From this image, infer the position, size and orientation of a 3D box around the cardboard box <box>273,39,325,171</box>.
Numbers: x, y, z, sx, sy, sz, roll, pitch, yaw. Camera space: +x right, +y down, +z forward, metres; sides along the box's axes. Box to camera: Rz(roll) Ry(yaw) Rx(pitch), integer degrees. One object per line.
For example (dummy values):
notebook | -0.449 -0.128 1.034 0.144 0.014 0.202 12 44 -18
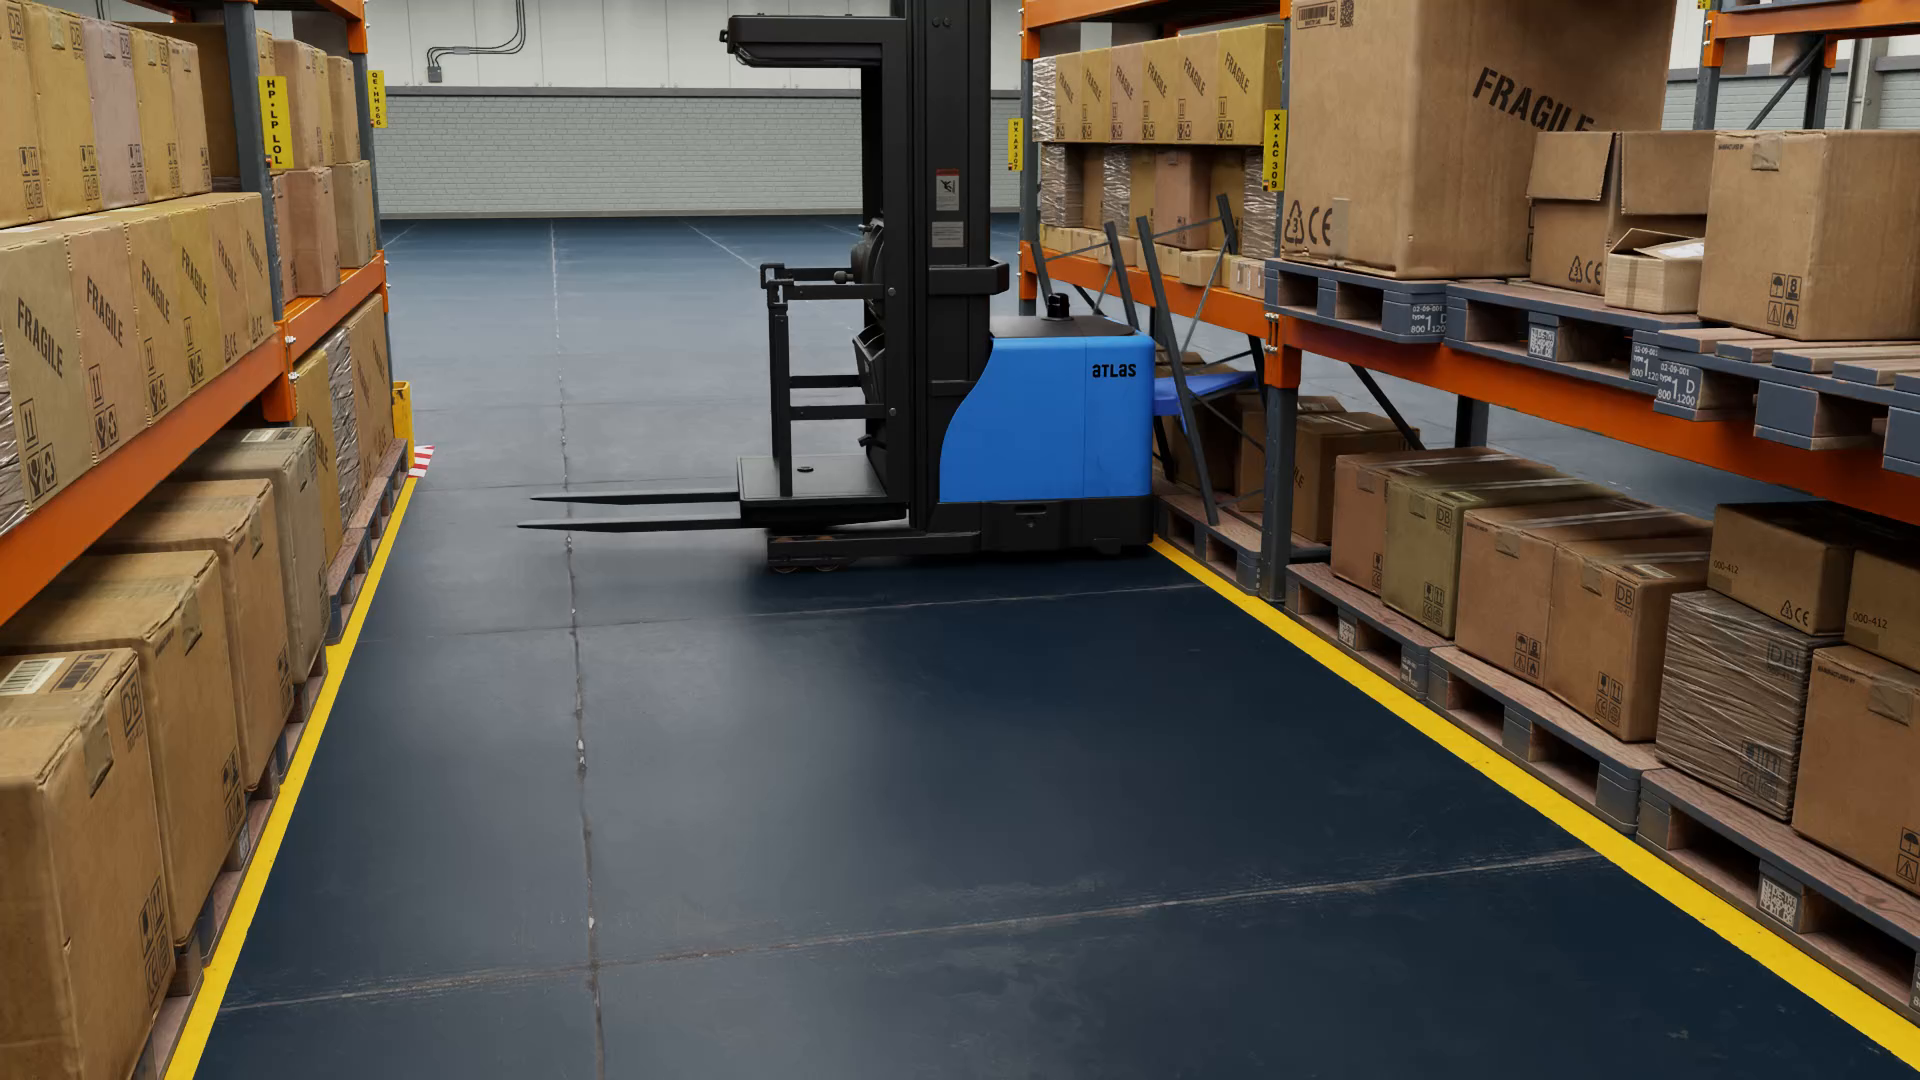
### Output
cardboard box | -3.308 -1.901 7.295 0.875 0.550 0.550 -3 14 -13

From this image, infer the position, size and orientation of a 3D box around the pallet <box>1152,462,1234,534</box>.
pallet | 1.344 -0.297 9.199 1.003 0.211 1.213 -3 14 -13

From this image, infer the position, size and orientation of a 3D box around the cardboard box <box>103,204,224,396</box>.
cardboard box | -2.399 -0.674 4.653 0.500 0.500 0.500 -3 14 -13

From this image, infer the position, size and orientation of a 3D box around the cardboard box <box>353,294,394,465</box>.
cardboard box | -3.735 -0.906 9.405 0.875 0.875 0.875 -3 14 -13

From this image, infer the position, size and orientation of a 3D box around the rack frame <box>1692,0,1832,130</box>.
rack frame | 5.701 -2.416 11.994 1.000 3.000 0.127 -3 14 -13

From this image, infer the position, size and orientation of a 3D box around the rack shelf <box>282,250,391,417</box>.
rack shelf | -3.489 -1.076 8.025 1.077 0.370 4.000 -3 14 -13

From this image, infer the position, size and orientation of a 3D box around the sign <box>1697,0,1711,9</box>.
sign | 5.165 -3.847 11.516 0.100 0.325 0.005 -3 14 -13

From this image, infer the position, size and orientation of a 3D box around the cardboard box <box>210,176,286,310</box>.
cardboard box | -3.118 -1.121 6.379 0.875 0.550 0.550 -3 14 -13

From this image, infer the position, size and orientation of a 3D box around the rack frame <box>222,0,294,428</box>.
rack frame | -3.019 -0.964 6.051 1.000 3.000 0.127 -3 14 -13

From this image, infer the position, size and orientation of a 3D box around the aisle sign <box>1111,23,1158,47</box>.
aisle sign | 1.163 -3.433 10.683 0.394 0.787 0.004 -3 14 -13

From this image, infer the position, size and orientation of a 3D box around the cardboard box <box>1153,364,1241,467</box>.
cardboard box | 1.319 -0.703 9.366 0.500 0.500 0.500 -2 14 -8

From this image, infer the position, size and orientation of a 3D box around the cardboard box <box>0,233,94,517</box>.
cardboard box | -2.045 -0.325 3.227 0.500 0.500 0.500 -3 14 -14

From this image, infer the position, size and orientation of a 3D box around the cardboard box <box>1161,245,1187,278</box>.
cardboard box | 1.244 -1.419 8.445 0.380 0.149 0.250 -3 14 -13

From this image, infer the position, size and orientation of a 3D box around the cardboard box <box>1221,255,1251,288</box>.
cardboard box | 1.440 -1.247 7.741 0.380 0.149 0.250 -3 14 -13

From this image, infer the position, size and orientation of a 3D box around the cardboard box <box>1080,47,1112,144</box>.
cardboard box | 0.980 -2.445 9.171 0.500 0.500 0.500 -3 14 -13

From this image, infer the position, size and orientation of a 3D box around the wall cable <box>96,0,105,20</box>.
wall cable | -18.106 -12.783 37.690 3.097 2.526 0.112 -3 14 -13

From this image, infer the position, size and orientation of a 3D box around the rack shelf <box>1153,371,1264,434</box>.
rack shelf | 1.036 -0.681 8.281 0.538 0.185 1.000 -19 11 -24

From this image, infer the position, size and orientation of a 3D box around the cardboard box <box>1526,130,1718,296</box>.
cardboard box | 2.323 -1.076 5.409 0.797 0.503 0.637 -2 14 -7

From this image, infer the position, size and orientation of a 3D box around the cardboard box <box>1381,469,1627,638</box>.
cardboard box | 2.043 0.038 6.292 0.700 0.500 0.500 -3 14 -14

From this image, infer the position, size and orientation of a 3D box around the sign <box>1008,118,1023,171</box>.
sign | 0.359 -2.530 10.638 0.100 0.325 0.005 -3 14 -13

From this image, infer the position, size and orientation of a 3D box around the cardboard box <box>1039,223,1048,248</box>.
cardboard box | 0.721 -1.939 10.571 0.380 0.149 0.250 -3 14 -13

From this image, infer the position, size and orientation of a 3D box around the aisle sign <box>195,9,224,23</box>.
aisle sign | -4.267 -3.149 9.518 0.394 0.787 0.004 -3 14 -13

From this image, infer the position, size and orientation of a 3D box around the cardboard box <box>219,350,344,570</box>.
cardboard box | -3.099 -0.285 6.863 0.875 0.875 0.875 -3 14 -12

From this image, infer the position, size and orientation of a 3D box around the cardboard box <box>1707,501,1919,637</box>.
cardboard box | 2.444 0.068 4.590 0.500 0.250 0.500 -2 14 -7

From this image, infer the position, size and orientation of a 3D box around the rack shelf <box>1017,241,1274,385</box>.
rack shelf | 1.356 -1.329 9.061 1.077 0.370 4.000 -3 14 -13

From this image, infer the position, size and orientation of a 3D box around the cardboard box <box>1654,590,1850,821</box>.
cardboard box | 2.446 0.426 4.704 0.700 0.500 0.500 -5 14 -18

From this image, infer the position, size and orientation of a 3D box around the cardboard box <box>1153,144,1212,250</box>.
cardboard box | 1.482 -1.744 8.408 0.875 0.500 0.500 -3 14 -13

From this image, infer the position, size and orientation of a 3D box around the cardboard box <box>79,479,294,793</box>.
cardboard box | -2.563 0.286 4.791 1.050 0.750 0.750 -3 14 -13

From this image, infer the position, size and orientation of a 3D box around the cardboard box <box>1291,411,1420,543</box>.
cardboard box | 1.771 -0.301 7.721 0.500 0.500 0.500 -4 14 -15

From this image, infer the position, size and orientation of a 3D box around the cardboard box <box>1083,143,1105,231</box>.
cardboard box | 1.223 -2.096 9.847 0.875 0.500 0.500 -3 14 -13

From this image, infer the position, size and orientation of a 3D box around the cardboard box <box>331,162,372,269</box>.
cardboard box | -3.677 -1.751 8.956 0.875 0.550 0.550 -3 14 -13

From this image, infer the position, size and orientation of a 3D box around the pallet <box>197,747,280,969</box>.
pallet | -2.475 0.847 4.516 1.003 0.211 1.213 -3 14 -13

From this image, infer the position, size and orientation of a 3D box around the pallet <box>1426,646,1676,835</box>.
pallet | 2.300 0.599 5.529 1.003 0.211 1.213 -3 14 -13

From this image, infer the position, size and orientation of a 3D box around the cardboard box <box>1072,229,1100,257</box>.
cardboard box | 0.885 -1.765 9.859 0.380 0.149 0.250 -3 14 -13

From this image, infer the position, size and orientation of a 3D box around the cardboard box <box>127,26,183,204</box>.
cardboard box | -2.774 -1.265 4.968 0.700 0.500 0.500 -4 14 -14

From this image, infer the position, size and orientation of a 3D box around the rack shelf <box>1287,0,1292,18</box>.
rack shelf | 2.295 -1.863 4.928 1.077 0.370 4.000 -3 14 -13

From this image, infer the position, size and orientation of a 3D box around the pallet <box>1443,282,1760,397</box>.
pallet | 2.260 -0.655 5.193 1.003 0.211 1.213 -3 14 -13

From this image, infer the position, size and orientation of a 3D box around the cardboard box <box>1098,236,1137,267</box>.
cardboard box | 0.979 -1.587 9.132 0.380 0.149 0.250 -3 14 -13

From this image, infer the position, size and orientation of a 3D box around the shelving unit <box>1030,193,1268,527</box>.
shelving unit | 0.990 -0.852 8.250 0.538 1.500 1.048 -19 11 -24

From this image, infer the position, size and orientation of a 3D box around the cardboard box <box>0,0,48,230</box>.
cardboard box | -2.418 -0.914 3.531 0.700 0.500 0.500 -4 14 -14

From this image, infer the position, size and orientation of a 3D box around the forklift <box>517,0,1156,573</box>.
forklift | -0.618 -1.402 7.991 3.031 2.935 1.130 -2 14 -8

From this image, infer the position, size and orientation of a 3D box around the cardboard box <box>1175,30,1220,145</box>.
cardboard box | 1.334 -2.099 7.755 0.500 0.500 0.500 -3 14 -13

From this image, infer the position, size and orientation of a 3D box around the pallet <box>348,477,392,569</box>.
pallet | -3.412 -0.071 8.272 1.003 0.211 1.213 -3 14 -13
